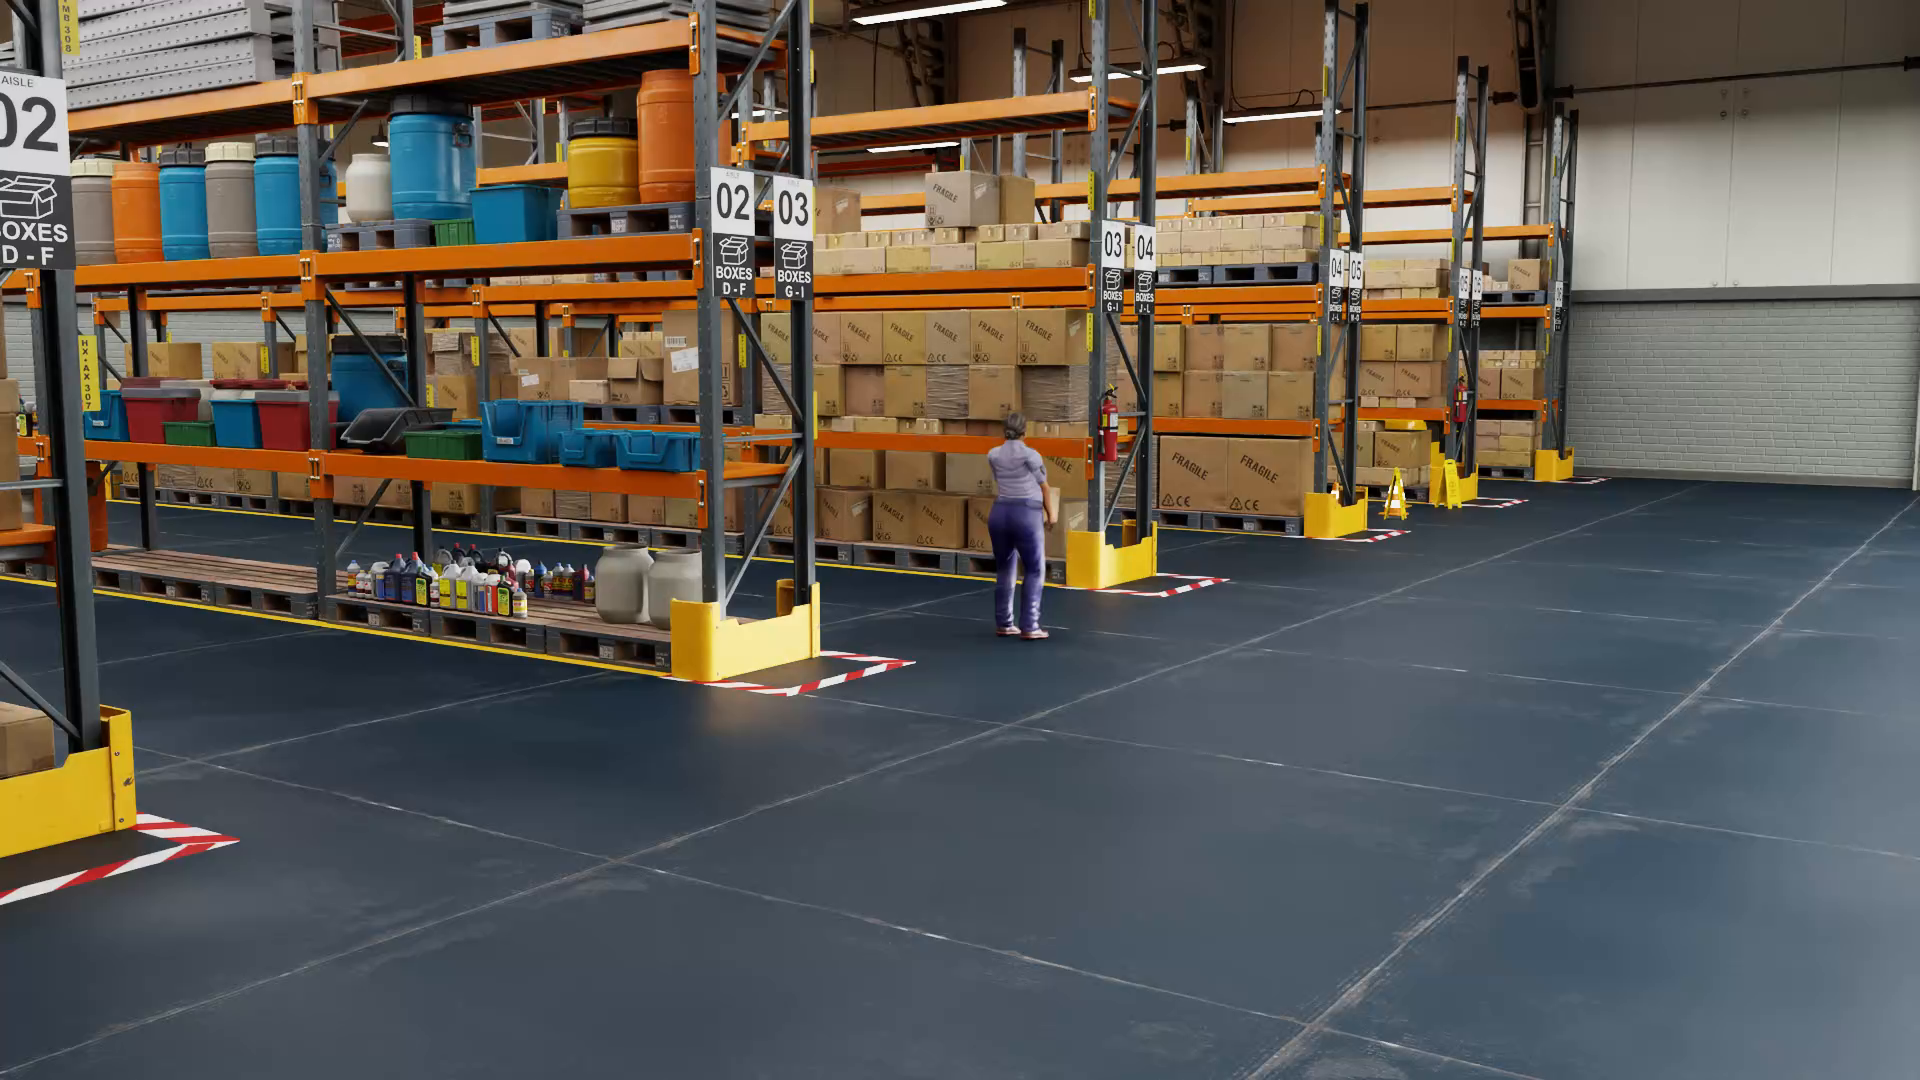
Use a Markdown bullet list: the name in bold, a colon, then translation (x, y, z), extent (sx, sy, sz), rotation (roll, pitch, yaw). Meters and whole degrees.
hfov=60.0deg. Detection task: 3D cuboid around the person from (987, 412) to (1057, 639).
- **person**: translation (0.448, -0.111, 12.103), extent (0.435, 1.647, 0.525), rotation (4, 8, 33)
